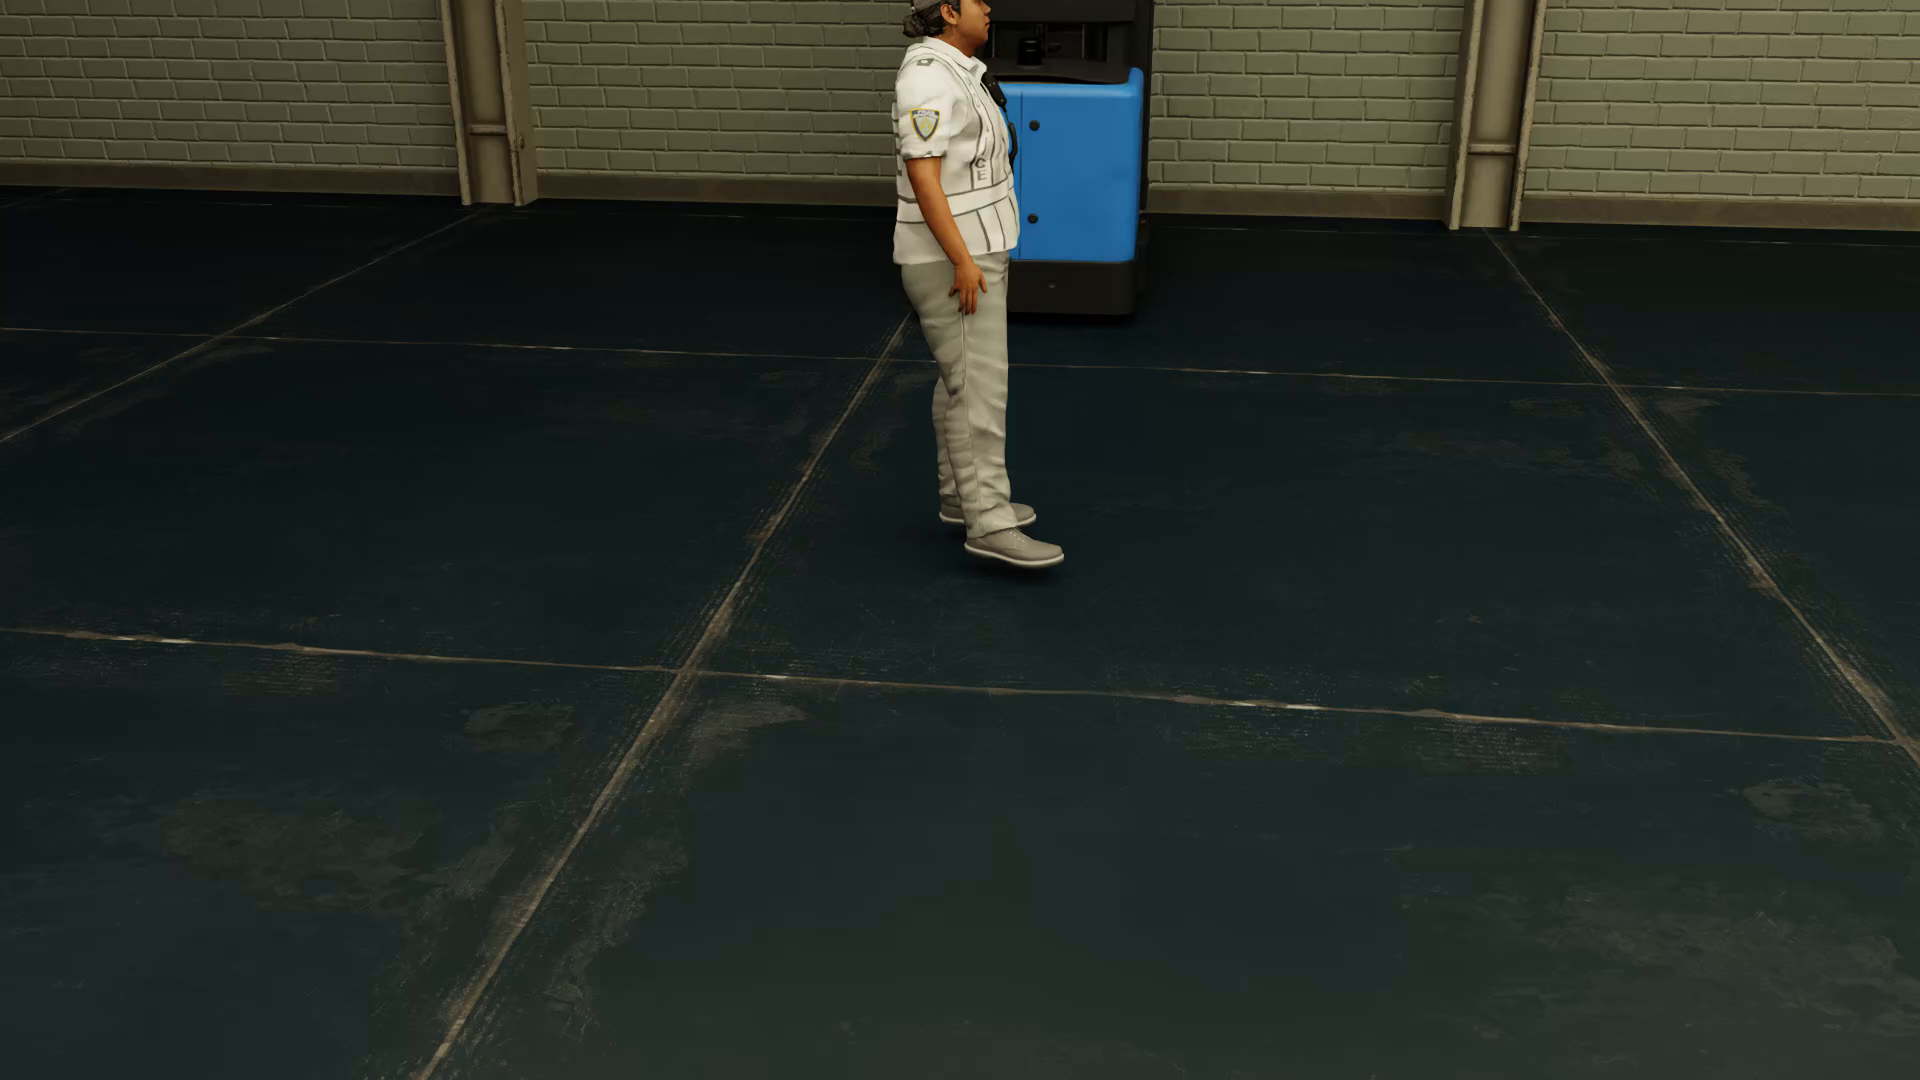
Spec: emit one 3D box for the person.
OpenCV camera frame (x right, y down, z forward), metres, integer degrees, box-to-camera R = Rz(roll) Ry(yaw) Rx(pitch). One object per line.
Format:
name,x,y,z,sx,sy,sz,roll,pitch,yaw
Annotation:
person,0.073,-0.805,4.819,0.528,1.669,0.599,3,22,7

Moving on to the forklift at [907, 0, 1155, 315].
forklift,0.450,-2.886,8.421,1.130,2.935,3.031,3,22,6
